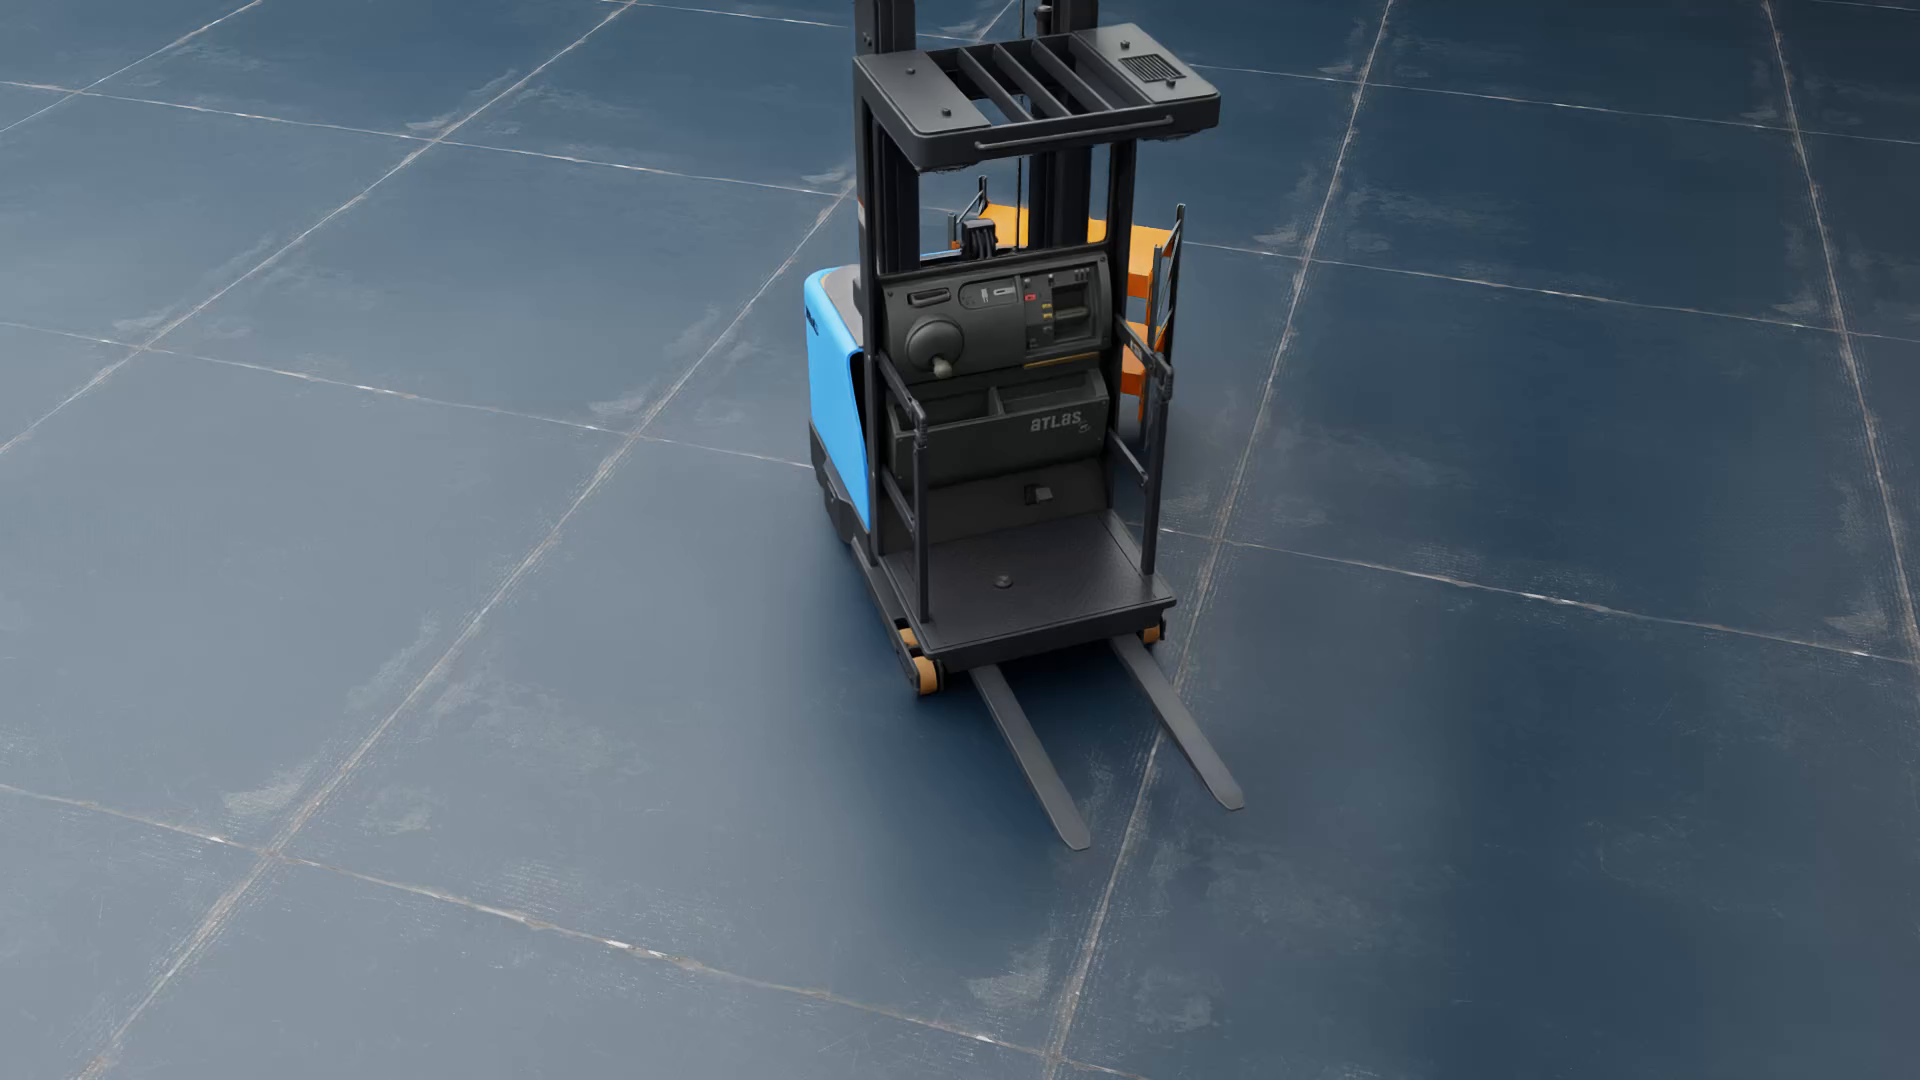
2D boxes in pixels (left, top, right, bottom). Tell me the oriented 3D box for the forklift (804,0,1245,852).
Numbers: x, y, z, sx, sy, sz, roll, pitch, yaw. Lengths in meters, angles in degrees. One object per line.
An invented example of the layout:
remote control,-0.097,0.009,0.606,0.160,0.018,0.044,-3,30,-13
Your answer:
forklift,0.229,-0.813,6.382,1.130,2.935,3.031,-12,38,-15

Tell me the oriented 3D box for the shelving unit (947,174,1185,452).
shelving unit,0.516,-1.139,8.348,1.048,1.125,0.538,12,38,16

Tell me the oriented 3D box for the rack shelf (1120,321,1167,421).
rack shelf,0.516,-0.942,8.493,1.000,0.278,0.538,12,38,16

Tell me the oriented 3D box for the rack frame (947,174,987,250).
rack frame,0.037,-1.239,8.485,0.032,1.125,0.500,12,38,16

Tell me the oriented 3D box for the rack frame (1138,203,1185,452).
rack frame,0.995,-1.038,8.212,0.032,1.125,0.500,12,38,16

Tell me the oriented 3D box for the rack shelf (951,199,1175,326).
rack shelf,0.516,-1.374,8.175,1.000,0.278,0.538,12,38,16
